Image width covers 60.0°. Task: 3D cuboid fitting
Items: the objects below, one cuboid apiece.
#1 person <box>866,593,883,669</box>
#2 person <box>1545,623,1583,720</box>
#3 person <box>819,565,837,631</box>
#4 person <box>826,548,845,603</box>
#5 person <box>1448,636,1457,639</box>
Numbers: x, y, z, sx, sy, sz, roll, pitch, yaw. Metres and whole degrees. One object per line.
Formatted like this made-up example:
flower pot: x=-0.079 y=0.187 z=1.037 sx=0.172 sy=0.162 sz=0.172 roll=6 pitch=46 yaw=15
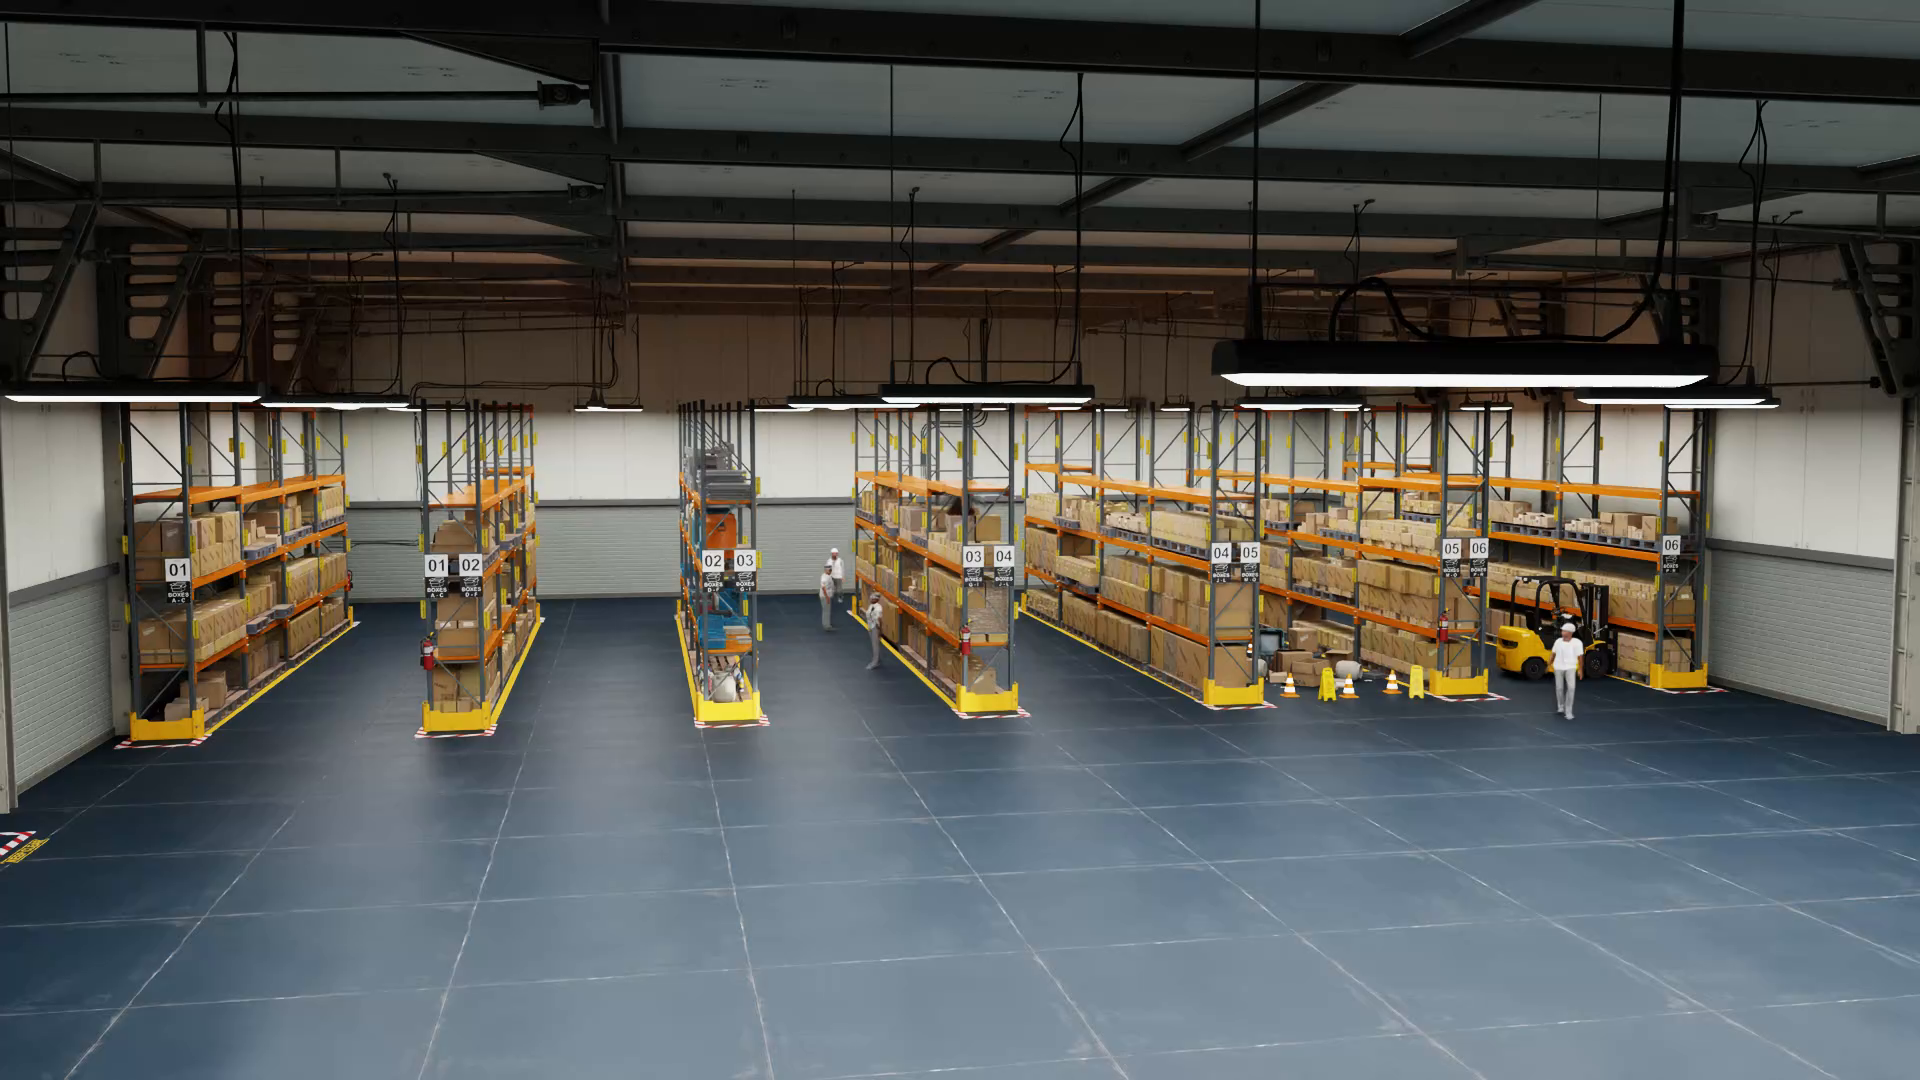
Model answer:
person: x=-1.975 y=2.043 z=37.708 sx=0.497 sy=1.710 sz=0.482 roll=-3 pitch=5 yaw=-32
person: x=11.465 y=2.469 z=31.545 sx=0.679 sy=1.786 sz=0.783 roll=2 pitch=5 yaw=20
person: x=-3.486 y=1.534 z=44.083 sx=0.419 sy=1.785 sz=0.635 roll=0 pitch=4 yaw=5
person: x=-3.743 y=1.110 z=49.717 sx=0.654 sy=1.732 sz=0.951 roll=1 pitch=4 yaw=8
person: x=11.354 y=2.013 z=38.425 sx=0.387 sy=1.717 sz=0.475 roll=1 pitch=4 yaw=13
